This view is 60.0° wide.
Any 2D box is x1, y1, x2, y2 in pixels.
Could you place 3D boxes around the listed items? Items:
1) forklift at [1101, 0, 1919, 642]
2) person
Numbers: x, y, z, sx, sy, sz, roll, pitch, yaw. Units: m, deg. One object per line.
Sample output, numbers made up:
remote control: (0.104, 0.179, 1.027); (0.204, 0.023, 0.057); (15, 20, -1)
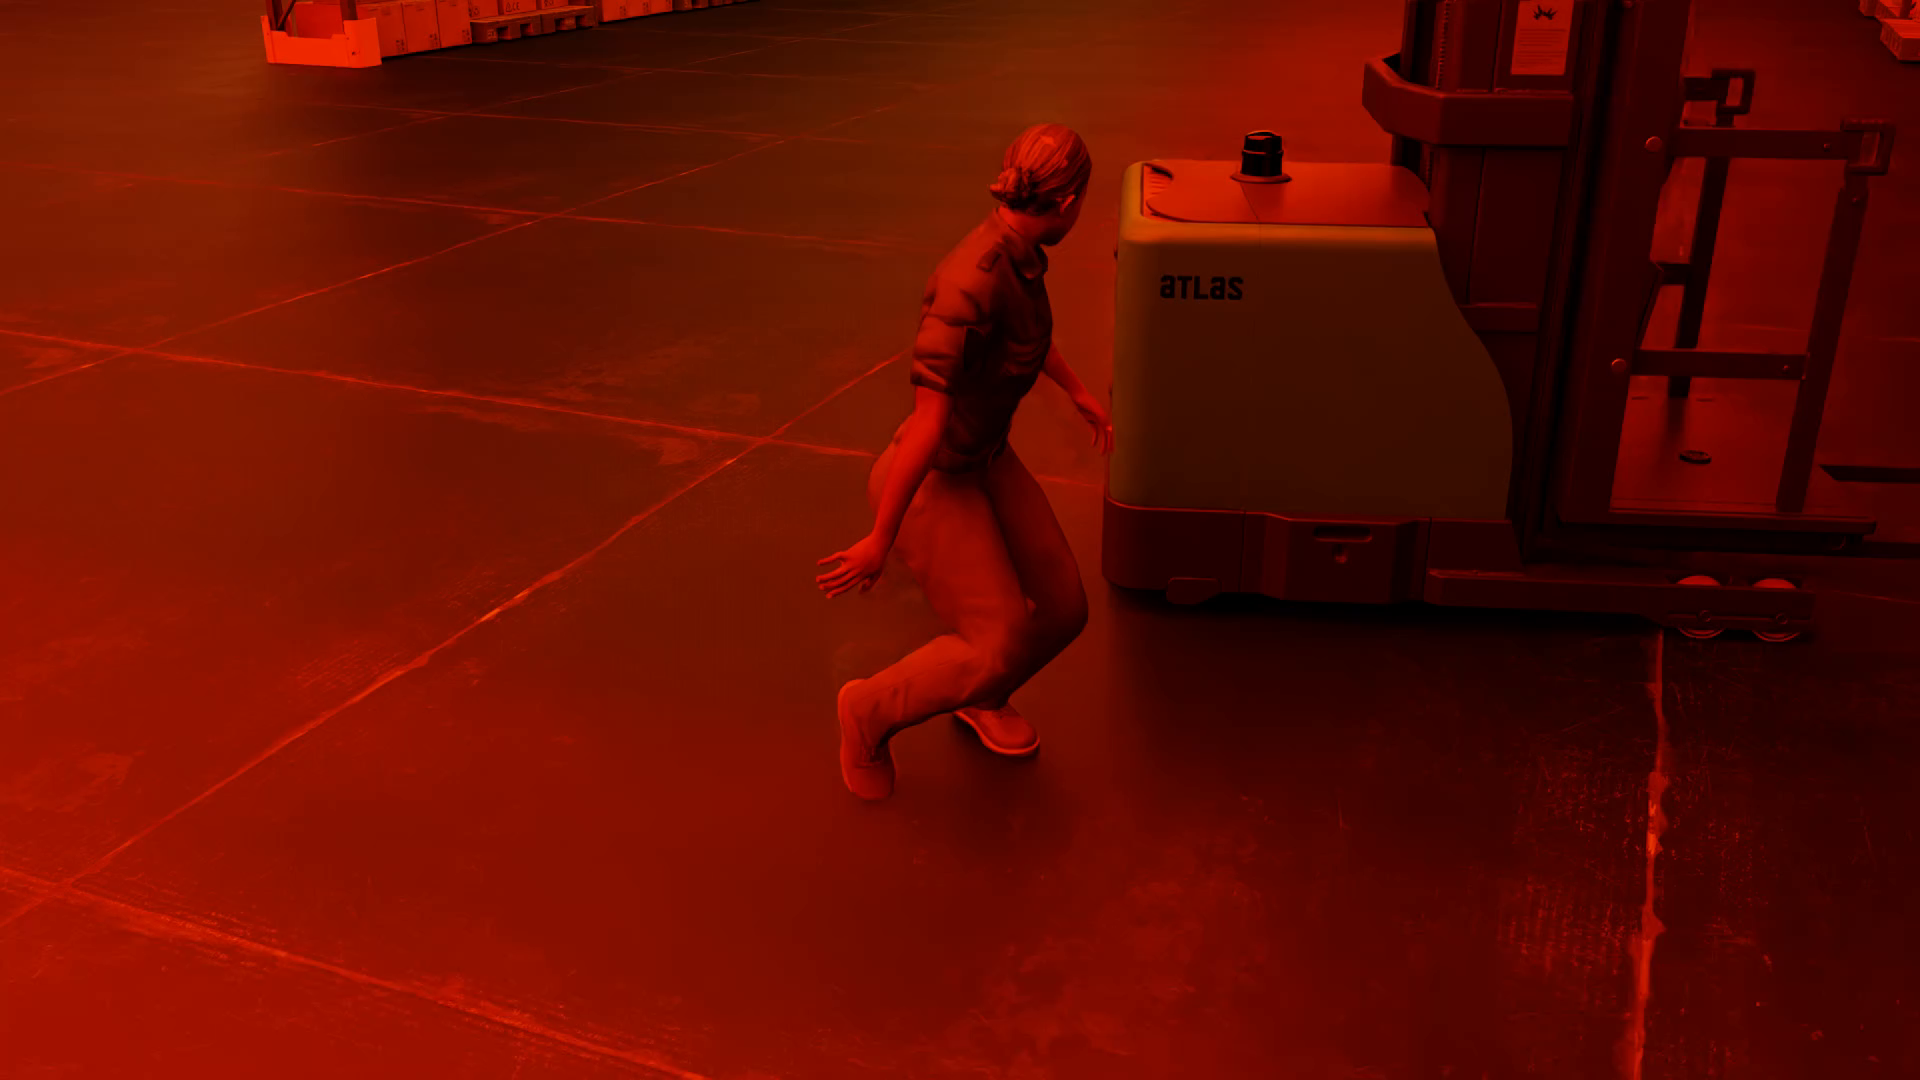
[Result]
forklift: (1.948, -1.296, 4.392); (3.031, 2.935, 1.130); (2, 23, 5)
person: (-0.002, -0.118, 3.532); (0.493, 1.503, 0.885); (10, 25, 23)
